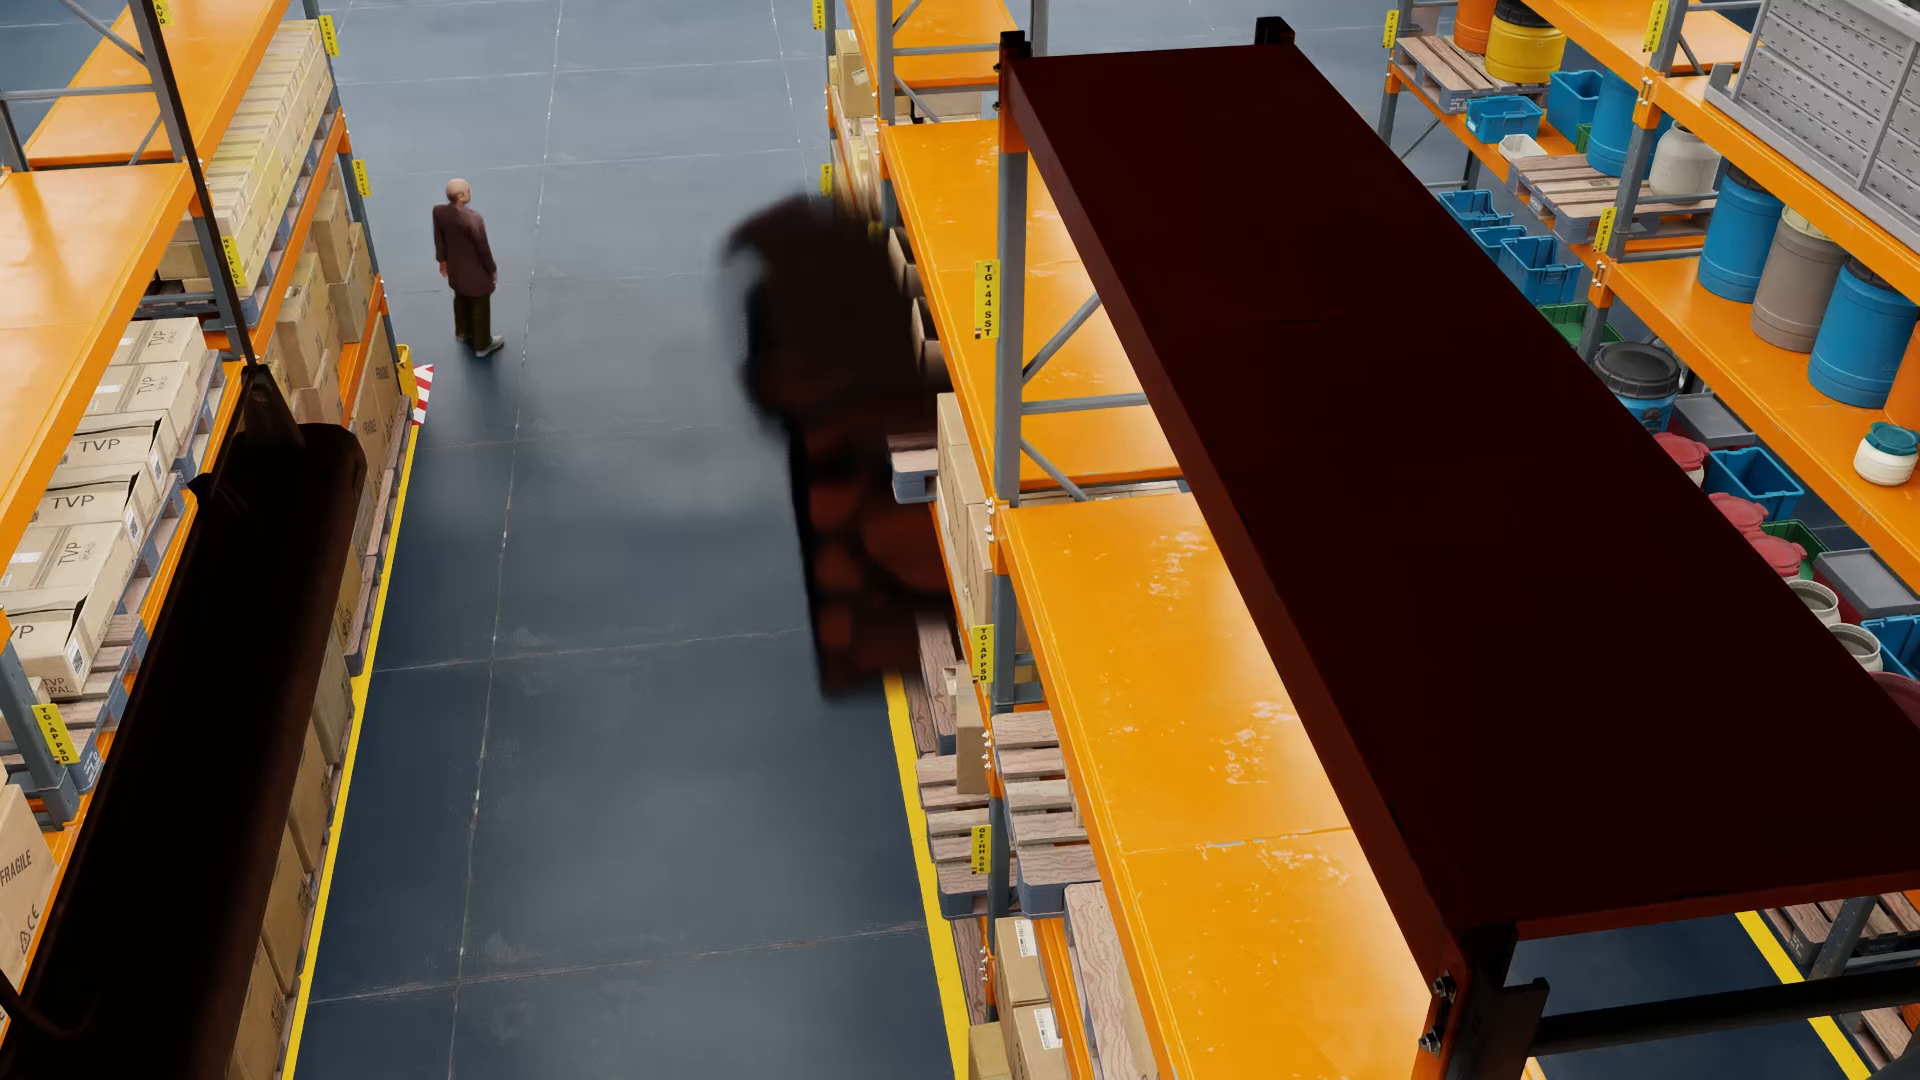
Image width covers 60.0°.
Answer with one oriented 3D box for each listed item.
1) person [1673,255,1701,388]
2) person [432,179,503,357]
[{"bbox_3d":[6.691,-2.130,14.899,0.450,1.600,0.445,-28,45,-32],"label":"person"},{"bbox_3d":[-4.531,-2.560,15.450,0.668,1.805,0.466,19,40,24],"label":"person"}]
